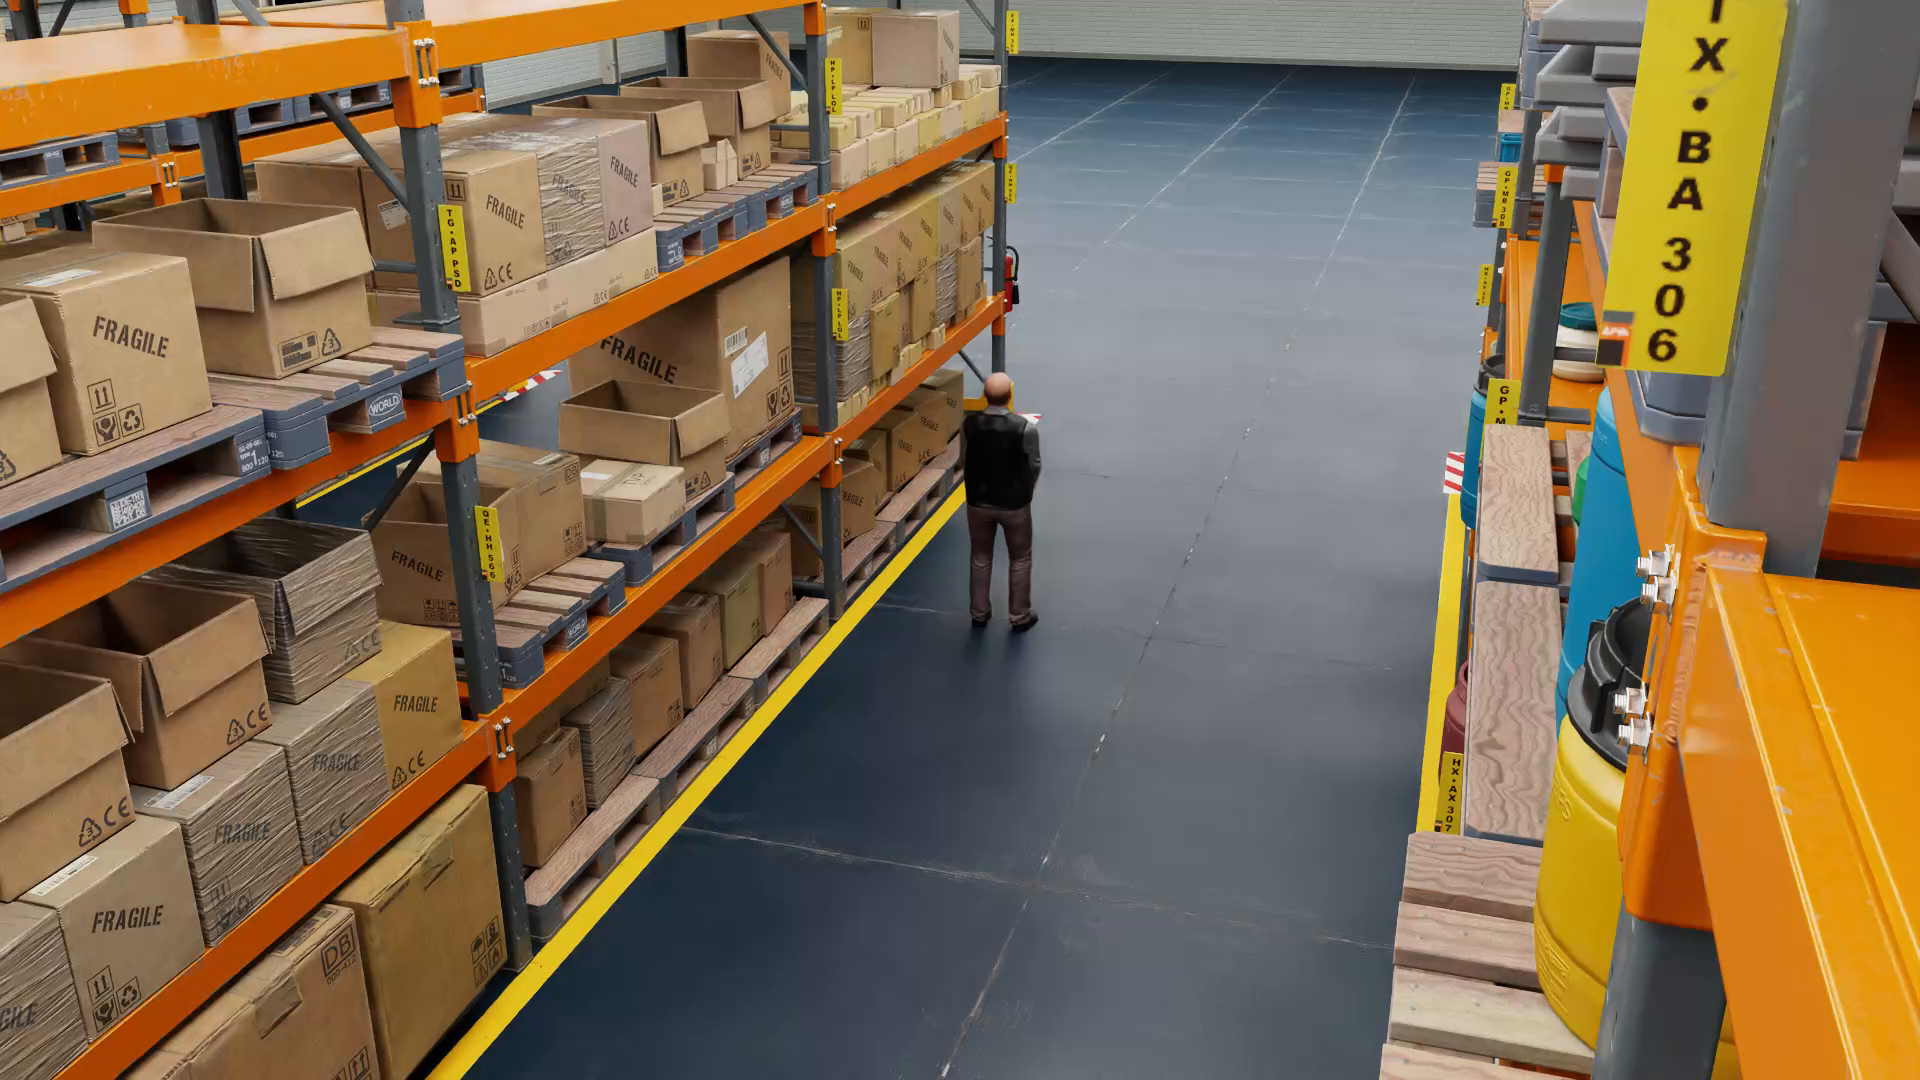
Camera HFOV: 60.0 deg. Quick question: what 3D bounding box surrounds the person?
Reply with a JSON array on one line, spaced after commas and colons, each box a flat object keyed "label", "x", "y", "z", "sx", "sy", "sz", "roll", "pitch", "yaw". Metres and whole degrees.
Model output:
[{"label": "person", "x": 0.265, "y": -0.263, "z": 10.771, "sx": 0.536, "sy": 1.727, "sz": 0.513, "roll": 6, "pitch": 23, "yaw": 15}]
